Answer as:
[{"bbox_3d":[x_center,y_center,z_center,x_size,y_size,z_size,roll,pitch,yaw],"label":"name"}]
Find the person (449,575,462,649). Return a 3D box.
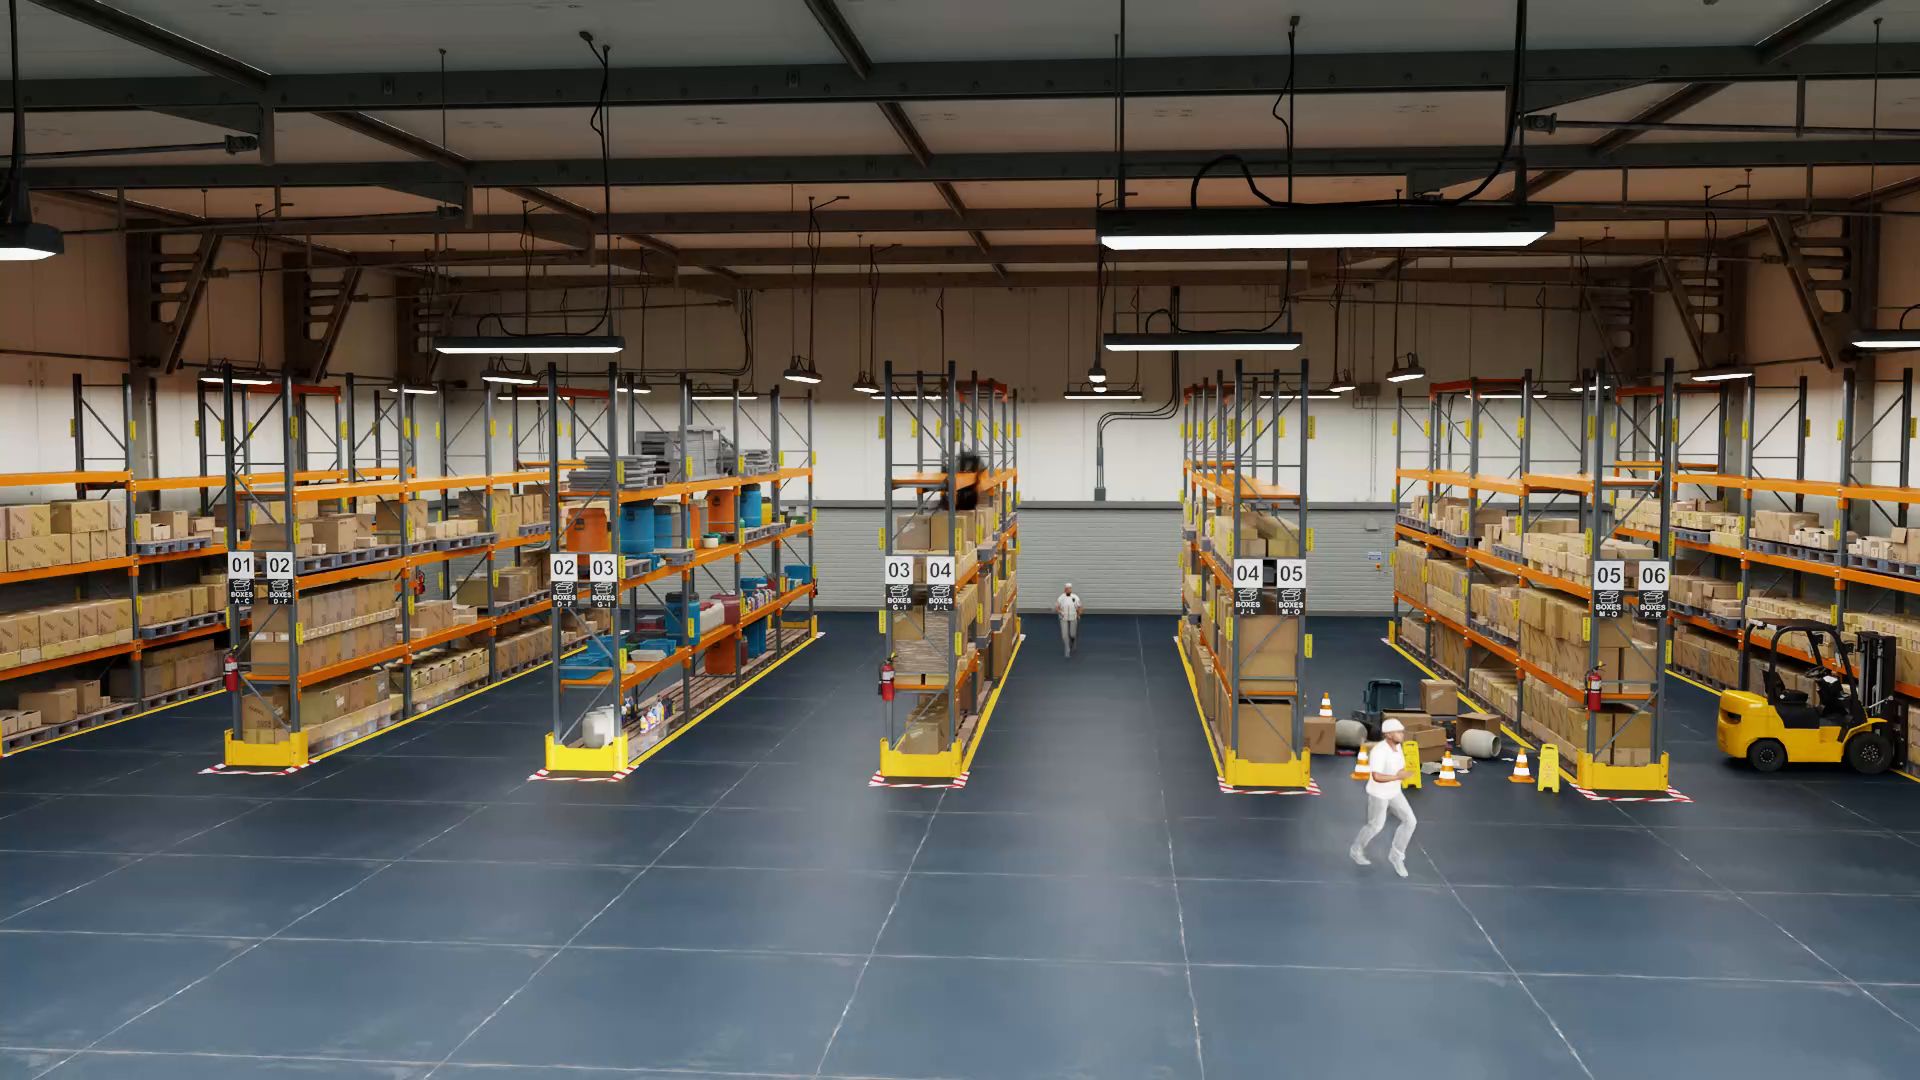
[{"bbox_3d":[-11.270,1.671,37.337,0.691,1.762,0.799,0,4,-1],"label":"person"}]

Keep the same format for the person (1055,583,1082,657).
[{"bbox_3d":[2.411,1.775,36.943,0.609,1.628,0.554,0,4,4],"label":"person"}]

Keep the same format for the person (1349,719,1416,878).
[{"bbox_3d":[4.784,2.895,18.786,0.839,1.791,0.728,4,5,44],"label":"person"}]
